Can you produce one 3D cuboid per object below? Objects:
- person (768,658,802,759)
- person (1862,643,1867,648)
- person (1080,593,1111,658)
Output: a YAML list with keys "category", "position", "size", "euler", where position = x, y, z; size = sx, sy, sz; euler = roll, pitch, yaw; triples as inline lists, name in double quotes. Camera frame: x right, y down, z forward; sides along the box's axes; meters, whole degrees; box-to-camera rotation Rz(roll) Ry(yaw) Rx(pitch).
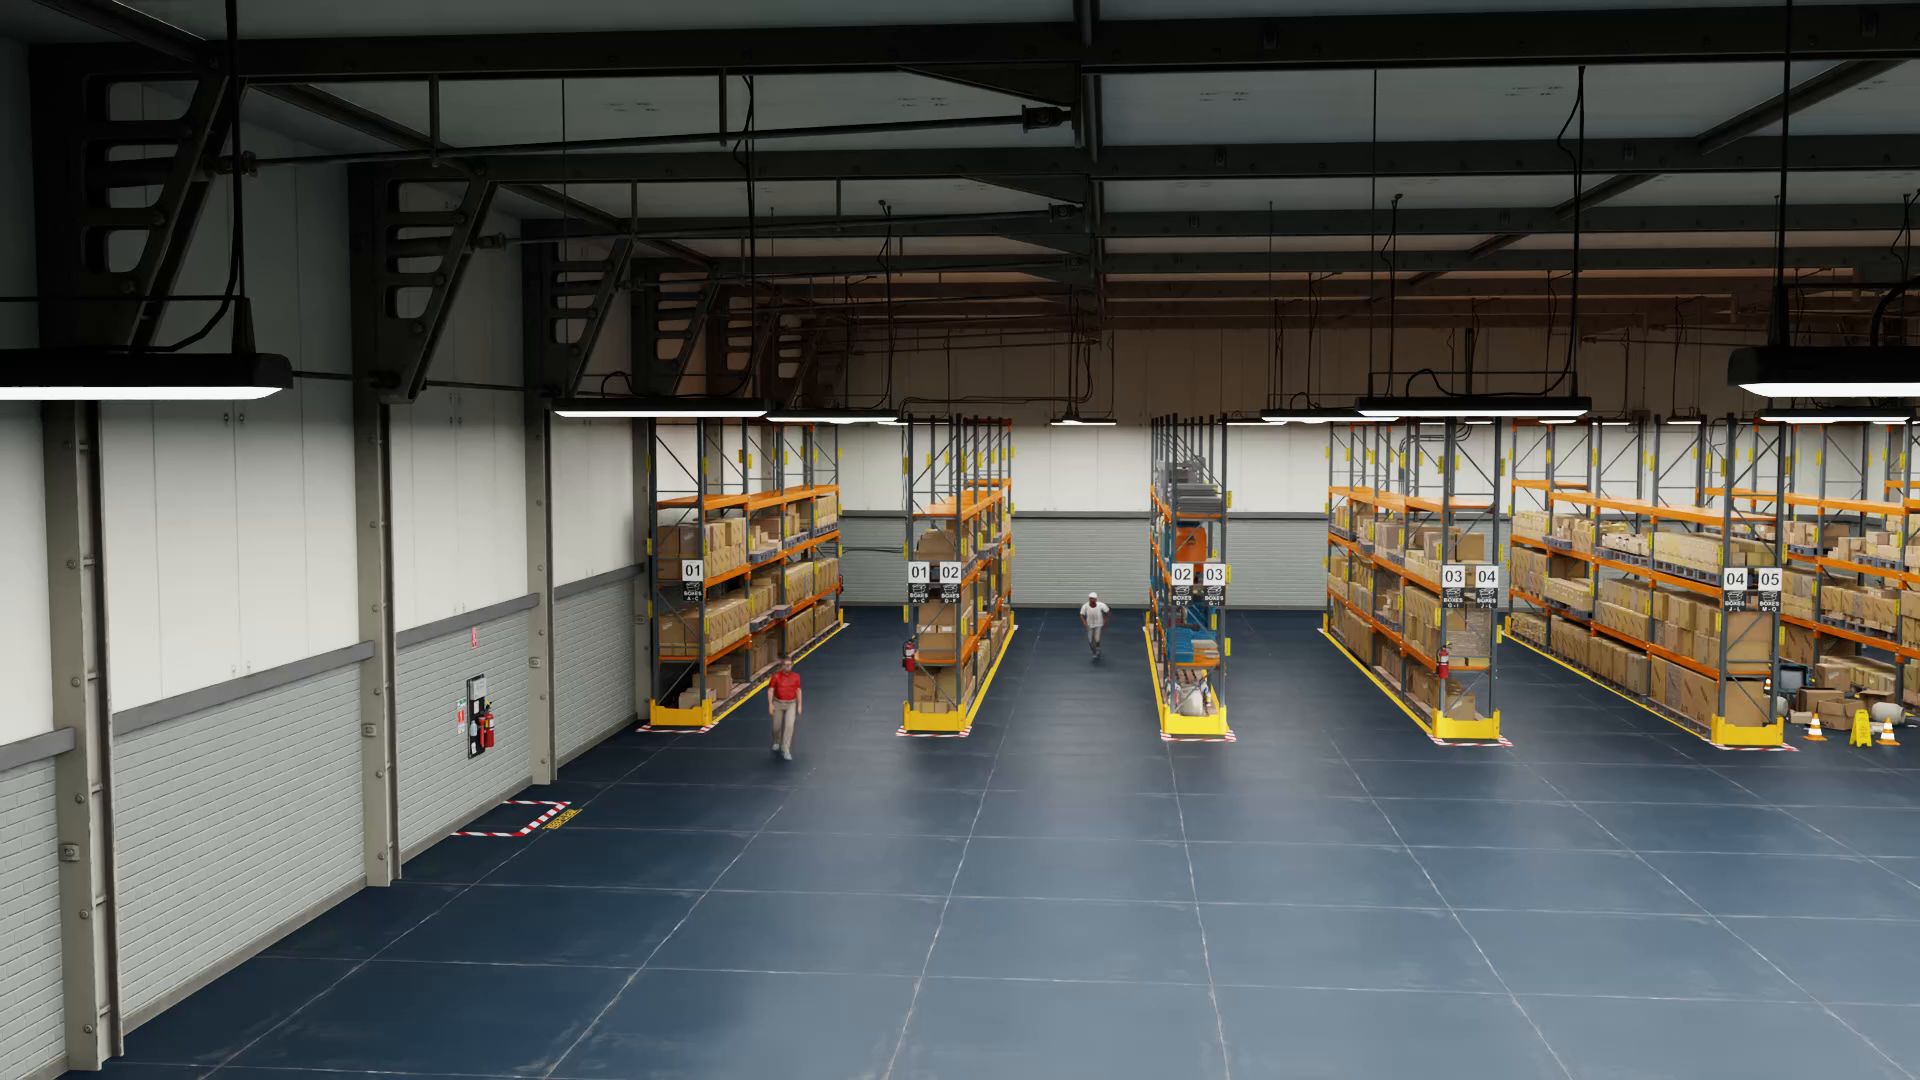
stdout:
- category: "person"
  position: [-3.055, 2.922, 29.101]
  size: [0.634, 1.704, 0.858]
  euler: [-1, 4, -18]
- category: "person"
  position: [23.313, 2.031, 43.140]
  size: [0.414, 1.608, 0.557]
  euler: [-2, 4, -29]
- category: "person"
  position: [3.348, 2.117, 41.189]
  size: [0.743, 1.672, 0.680]
  euler: [1, 4, 14]
